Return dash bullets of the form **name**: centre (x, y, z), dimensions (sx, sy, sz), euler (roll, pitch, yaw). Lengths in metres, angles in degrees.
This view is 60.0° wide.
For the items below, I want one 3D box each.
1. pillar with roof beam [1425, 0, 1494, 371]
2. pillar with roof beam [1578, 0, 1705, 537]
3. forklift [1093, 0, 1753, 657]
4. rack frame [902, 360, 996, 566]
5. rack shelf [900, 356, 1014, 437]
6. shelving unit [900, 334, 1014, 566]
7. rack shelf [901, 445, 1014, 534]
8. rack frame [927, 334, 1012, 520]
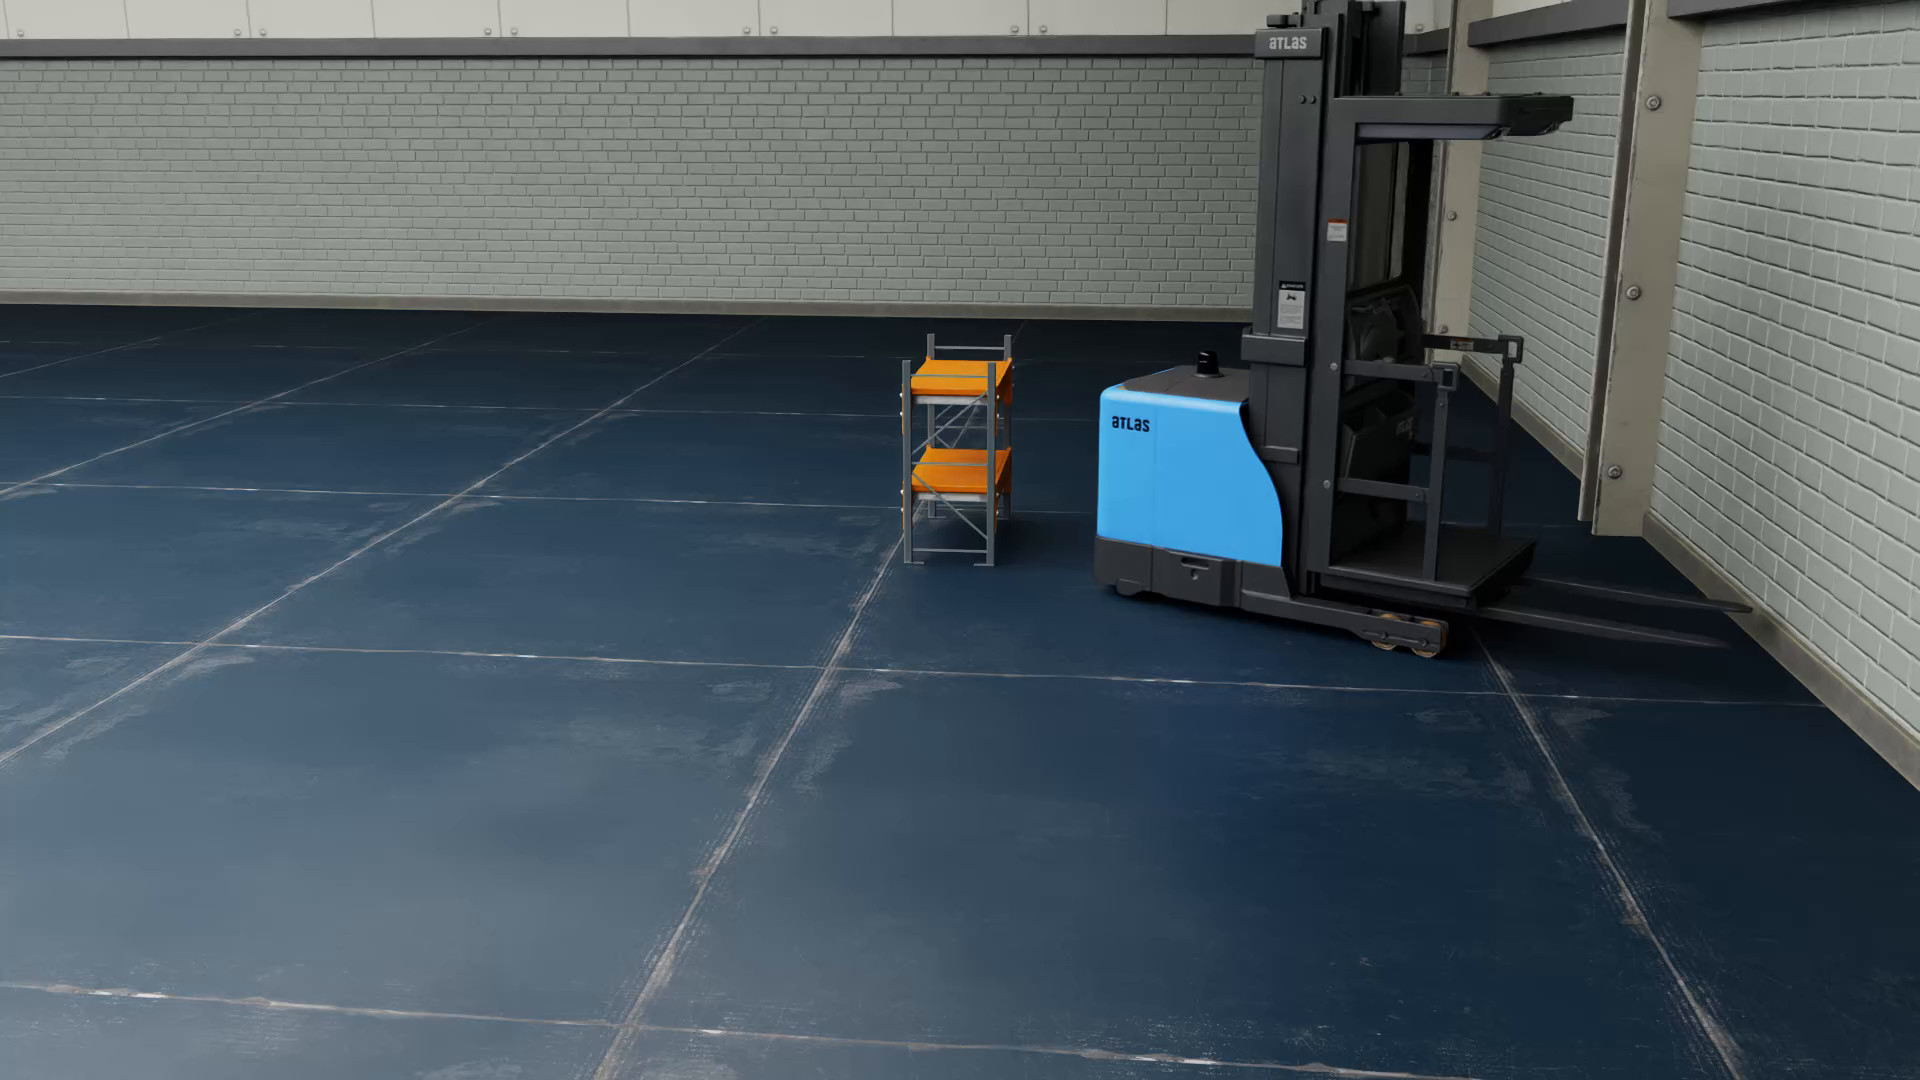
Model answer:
- **pillar with roof beam**: centre (0.298, -6.103, 14.991), dimensions (9.100, 9.000, 0.400), euler (2, 15, 6)
- **pillar with roof beam**: centre (-0.379, -4.546, 9.236), dimensions (9.100, 9.000, 0.400), euler (2, 15, 6)
- **forklift**: centre (2.203, -1.032, 7.862), dimensions (3.031, 2.935, 1.130), euler (10, 18, 32)
- **rack frame**: centre (-0.058, -0.409, 9.021), dimensions (0.500, 1.125, 0.032), euler (2, 15, 6)
- **rack shelf**: centre (-0.001, -0.824, 9.432), dimensions (0.538, 0.278, 1.000), euler (2, 15, 6)
- **shelving unit**: centre (-0.001, -0.541, 9.509), dimensions (0.538, 1.125, 1.048), euler (2, 15, 6)
- **rack shelf**: centre (-0.001, -0.305, 9.573), dimensions (0.538, 0.278, 1.000), euler (2, 15, 6)
- **rack frame**: centre (0.057, -0.673, 9.996), dimensions (0.500, 1.125, 0.032), euler (2, 15, 6)
